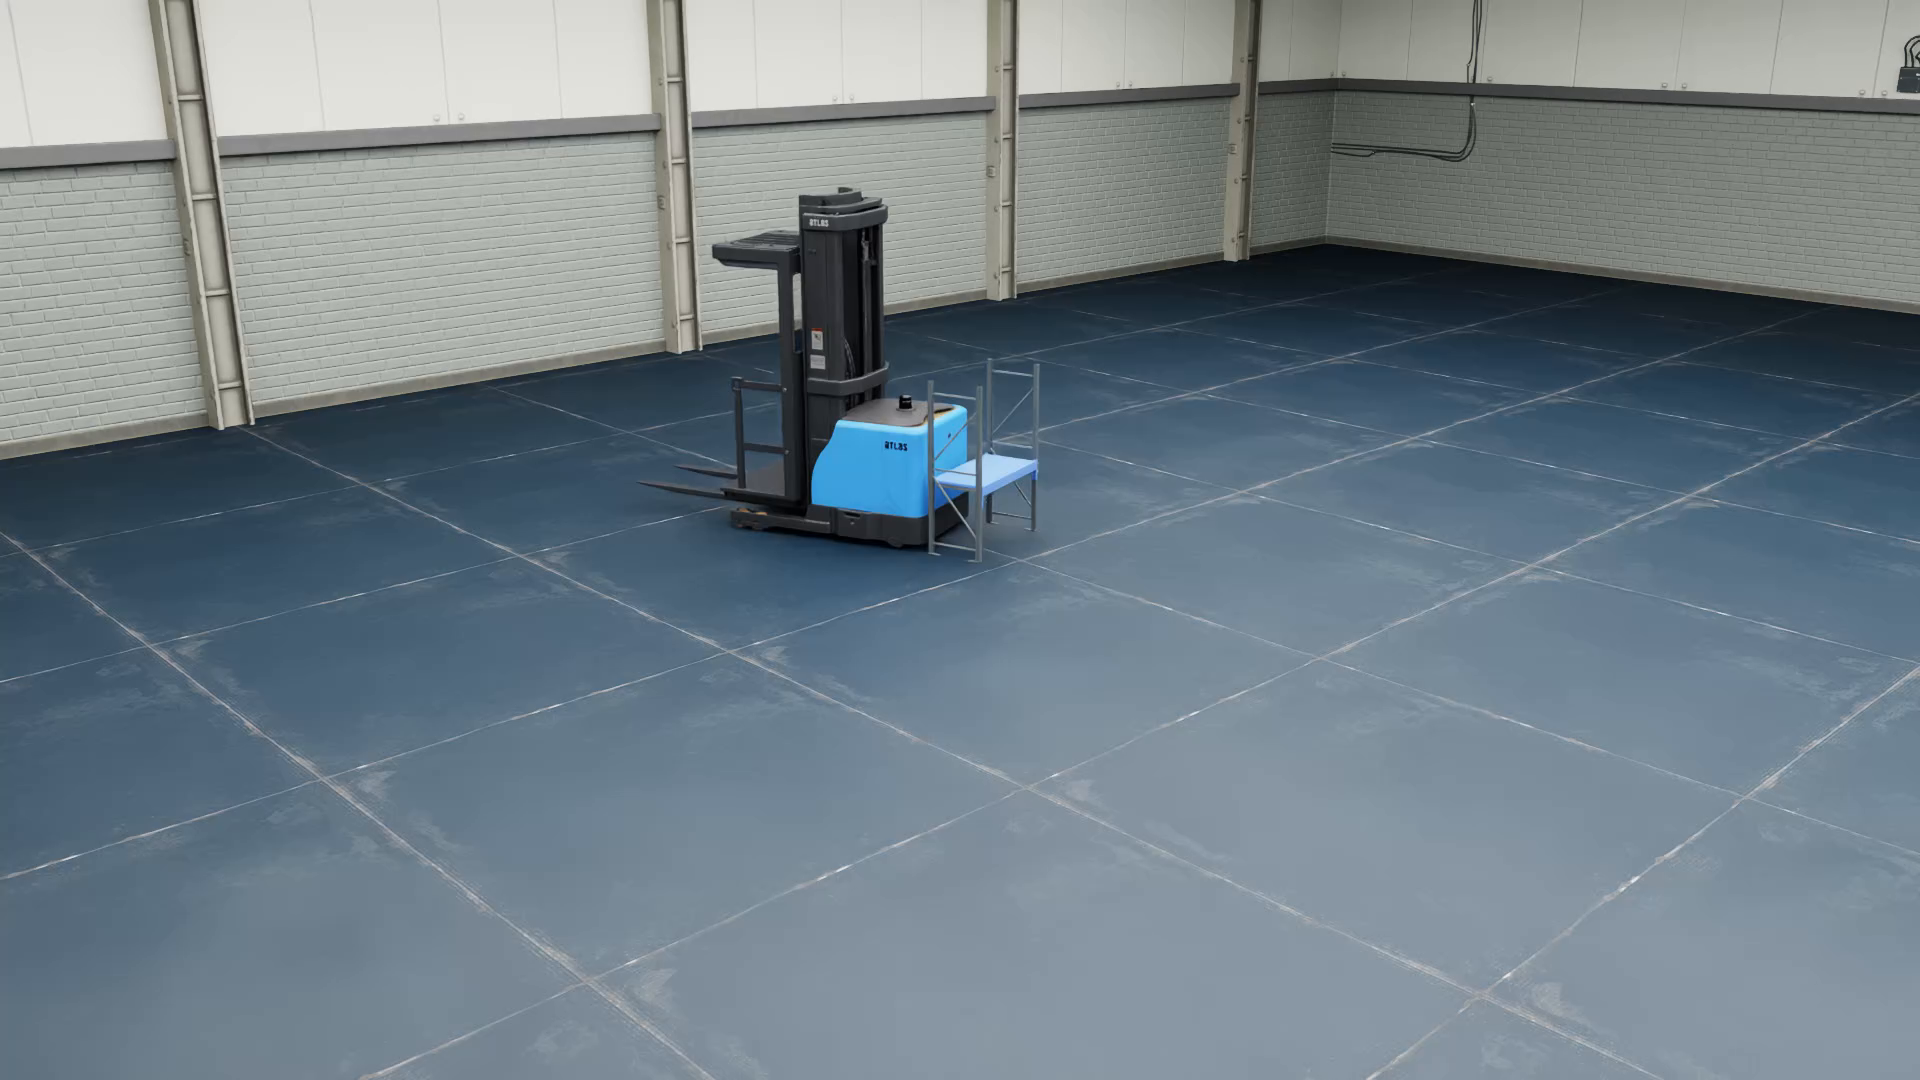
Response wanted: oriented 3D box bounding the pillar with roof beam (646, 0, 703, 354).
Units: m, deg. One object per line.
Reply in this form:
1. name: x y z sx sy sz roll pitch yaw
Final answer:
1. pillar with roof beam: -0.752 -5.867 17.990 0.400 9.000 9.100 -16 24 -41

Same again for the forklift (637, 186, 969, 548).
1. forklift: -1.483 -1.616 14.715 3.031 2.935 1.130 8 20 24

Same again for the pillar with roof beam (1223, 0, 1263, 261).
1. pillar with roof beam: 7.968 -8.410 25.832 0.400 9.000 9.100 -16 24 -41

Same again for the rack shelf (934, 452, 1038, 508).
1. rack shelf: 0.208 -0.523 14.250 0.538 0.185 1.000 10 20 28

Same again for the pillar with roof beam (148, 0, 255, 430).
1. pillar with roof beam: -5.111 -4.596 14.068 0.400 9.000 9.100 -16 24 -41

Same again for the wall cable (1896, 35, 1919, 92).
1. wall cable: 14.570 -9.189 22.723 0.169 6.003 2.305 -16 24 -41

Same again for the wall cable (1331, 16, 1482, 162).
1. wall cable: 8.059 -8.225 30.298 0.112 2.526 3.097 -16 24 -41

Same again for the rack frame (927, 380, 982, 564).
1. rack frame: -0.043 -0.558 13.774 0.500 1.500 0.032 10 20 28

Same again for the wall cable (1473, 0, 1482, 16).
1. wall cable: 9.918 -10.022 27.649 0.112 2.526 3.097 -16 24 -41

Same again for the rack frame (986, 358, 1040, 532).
1. rack frame: 0.458 -0.831 14.615 0.500 1.500 0.032 10 20 28

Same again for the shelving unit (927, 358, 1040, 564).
1. shelving unit: 0.208 -0.694 14.195 0.538 1.500 1.048 10 20 28

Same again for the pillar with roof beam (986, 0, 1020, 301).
1. pillar with roof beam: 3.608 -7.138 21.911 0.400 9.000 9.100 -16 24 -41
